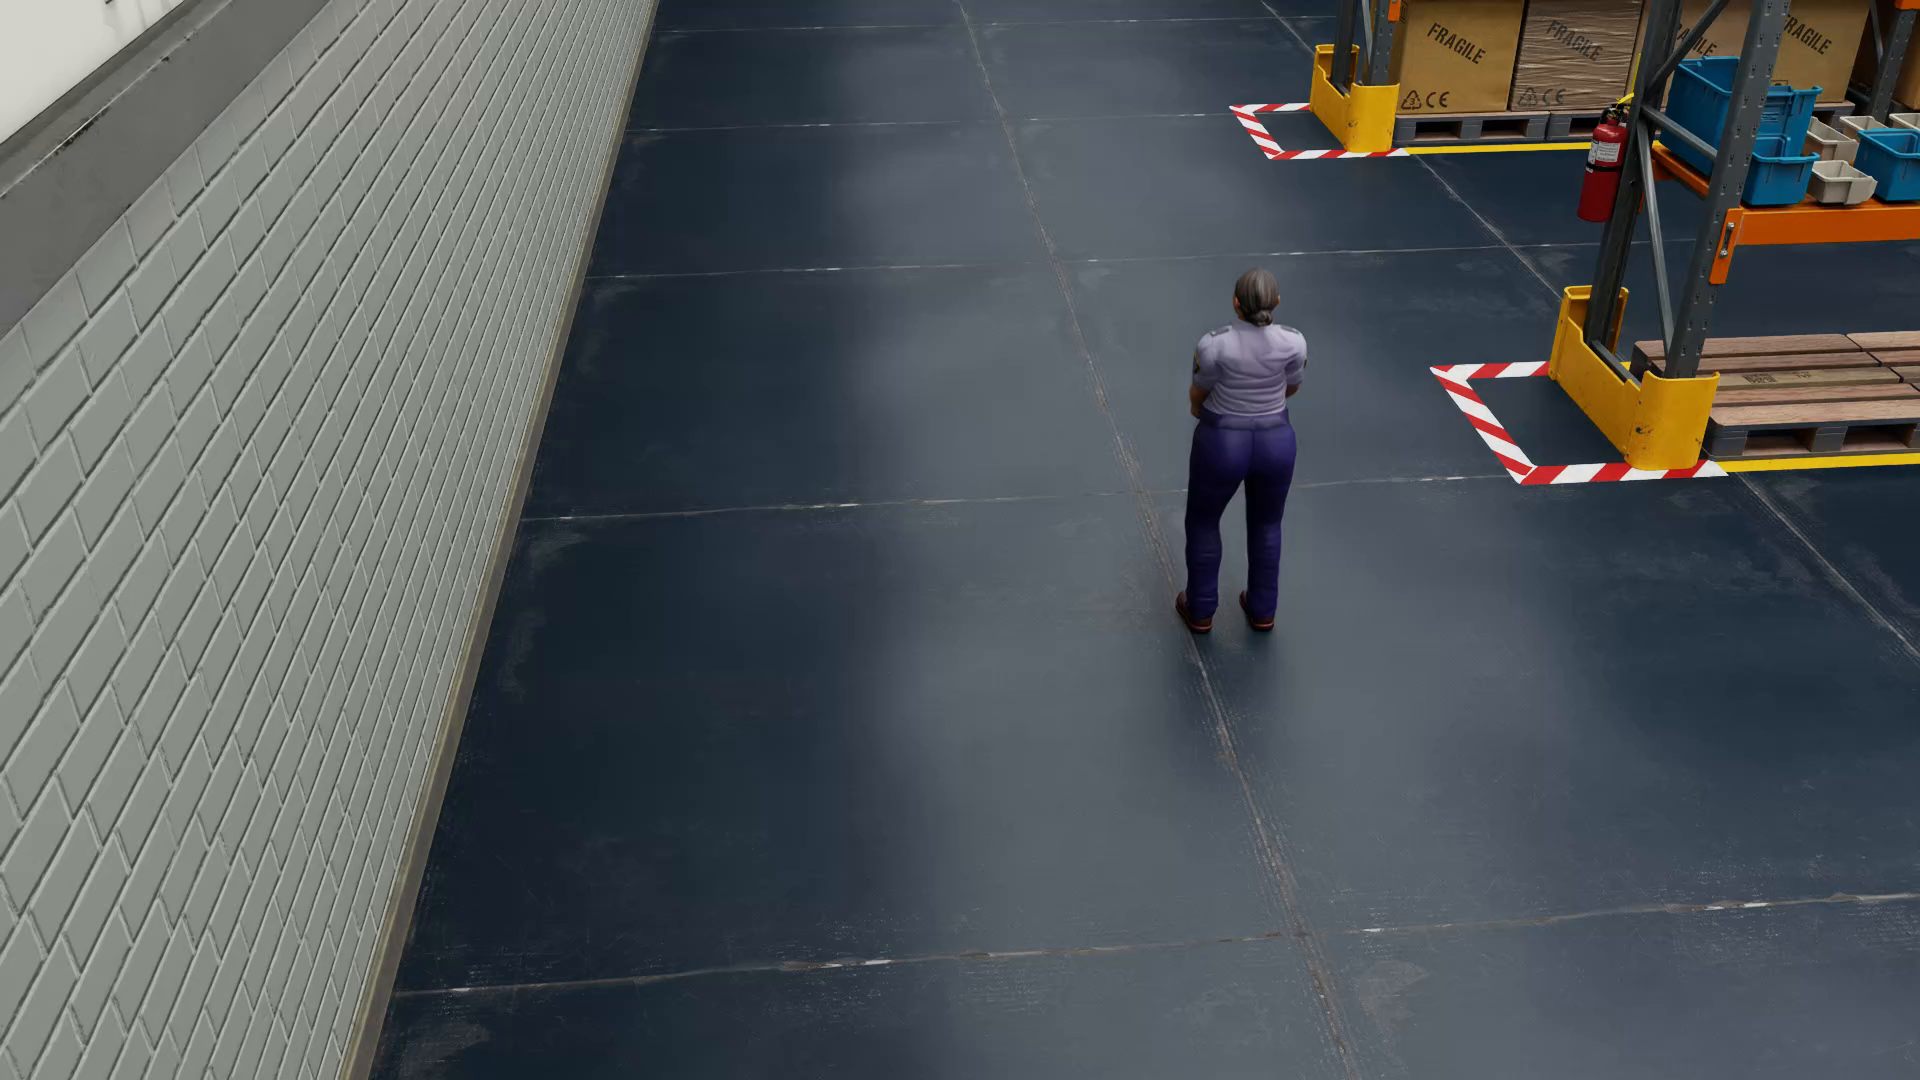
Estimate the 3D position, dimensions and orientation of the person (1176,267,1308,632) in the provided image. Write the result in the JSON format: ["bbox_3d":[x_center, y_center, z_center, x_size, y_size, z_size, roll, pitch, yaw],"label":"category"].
[{"bbox_3d":[1.132,-0.402,6.821,0.452,1.635,0.524,-2,31,-4],"label":"person"}]
